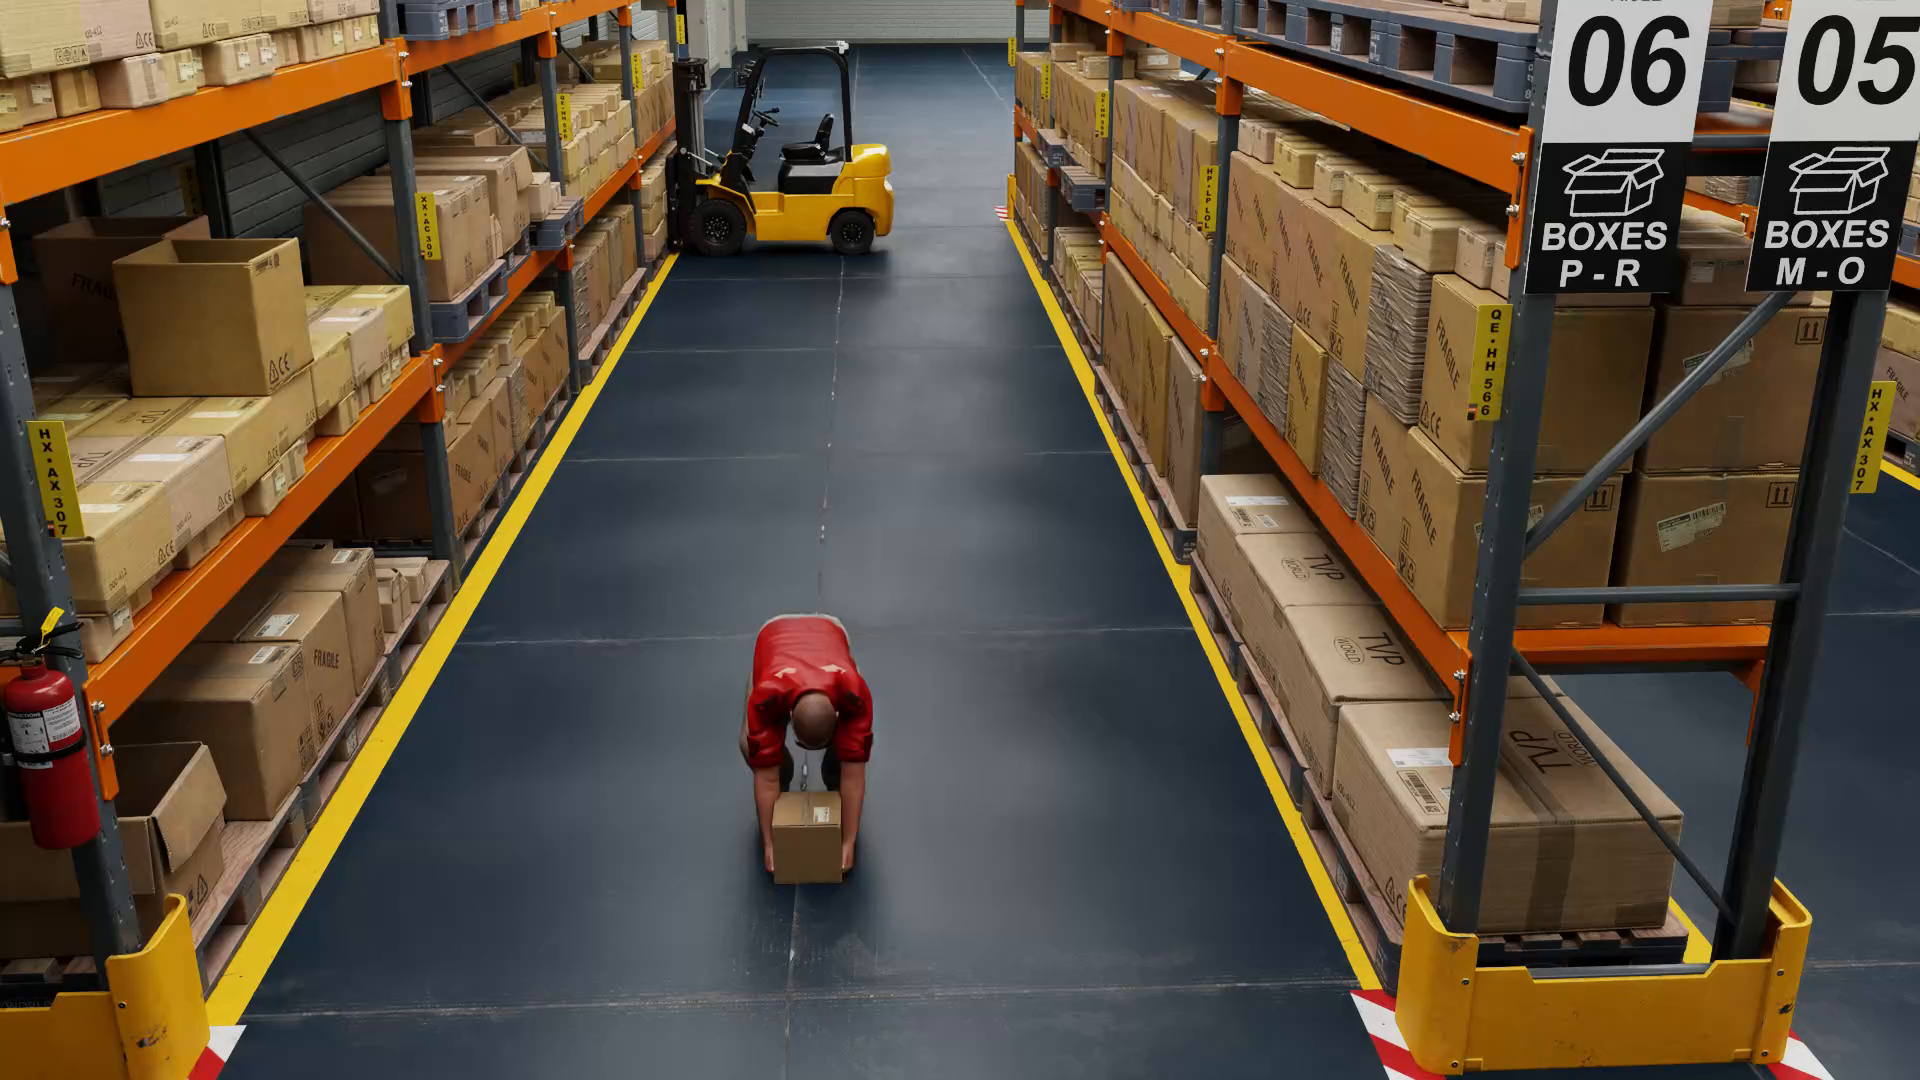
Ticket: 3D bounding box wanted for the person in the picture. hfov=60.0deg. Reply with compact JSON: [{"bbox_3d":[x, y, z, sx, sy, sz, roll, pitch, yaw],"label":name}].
[{"bbox_3d":[-0.591,0.756,6.431,0.520,0.814,0.953,-2,20,-5],"label":"person"}]
